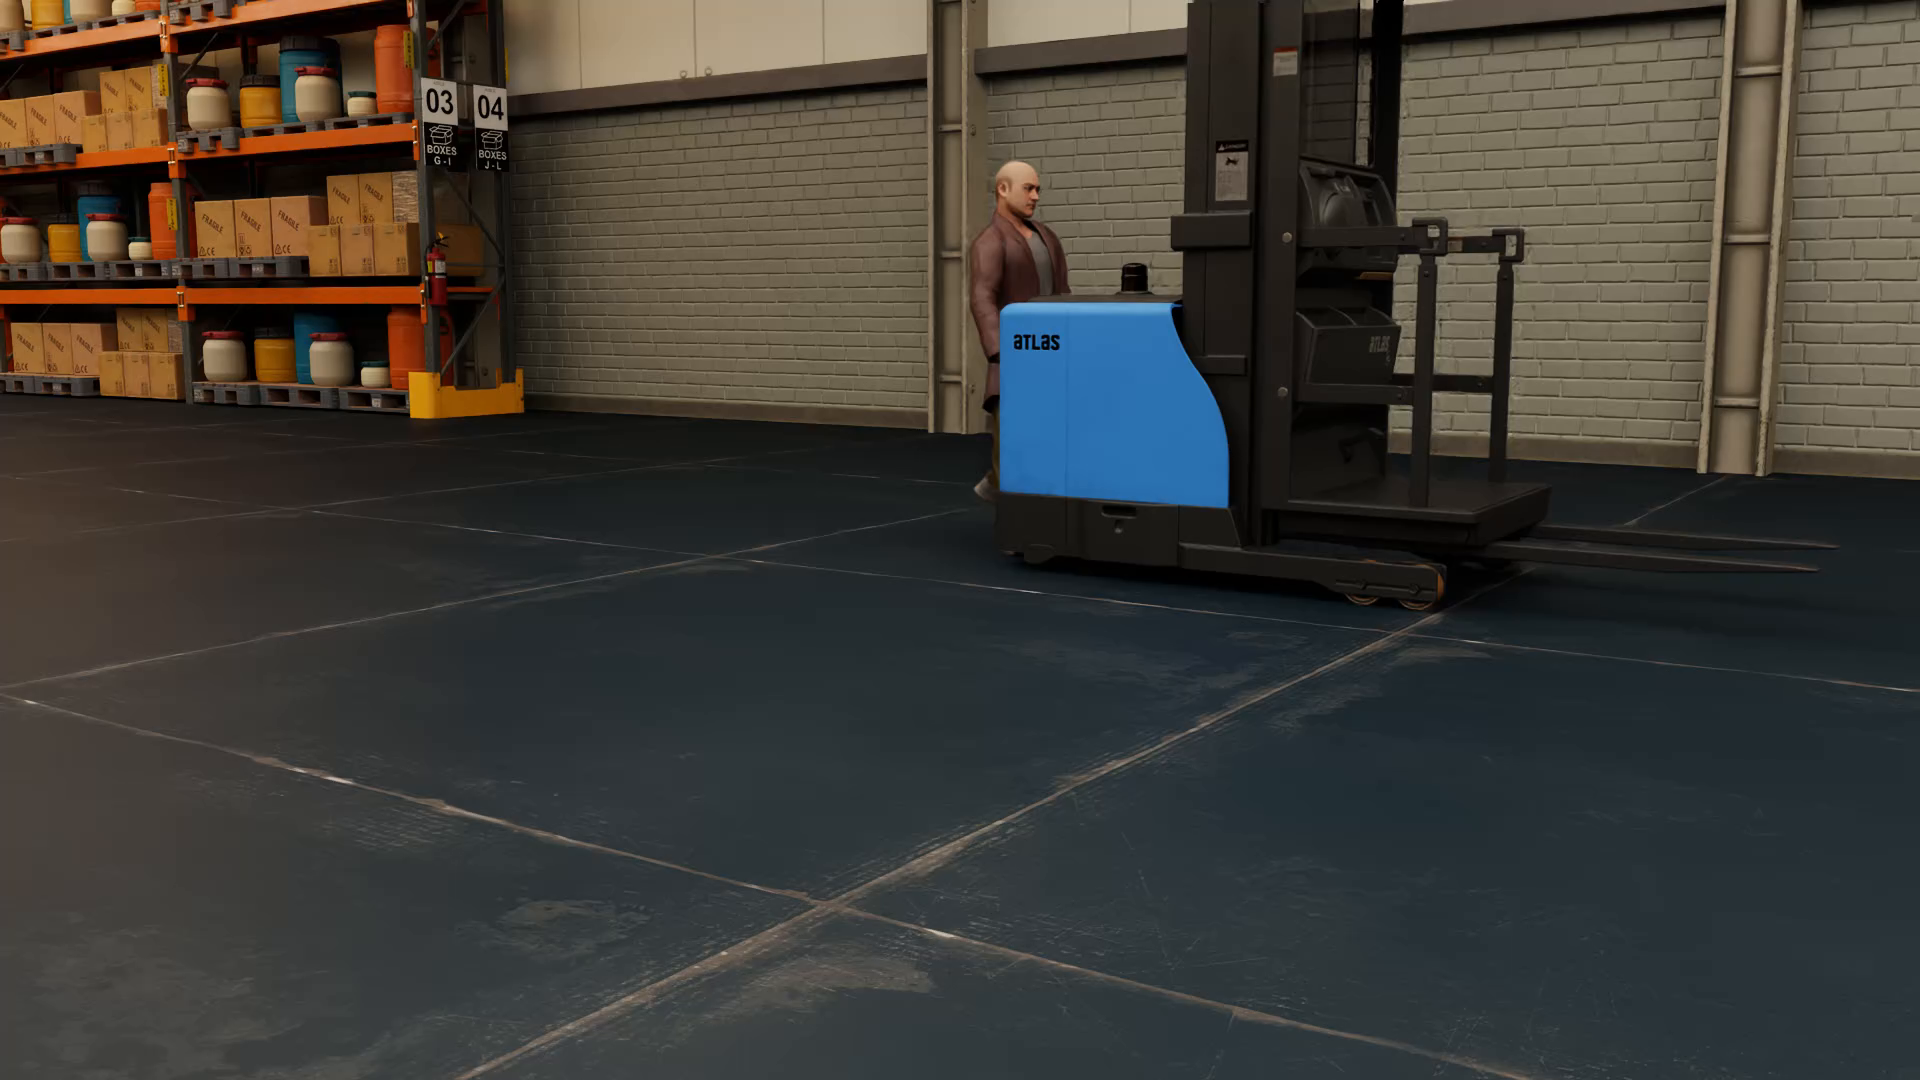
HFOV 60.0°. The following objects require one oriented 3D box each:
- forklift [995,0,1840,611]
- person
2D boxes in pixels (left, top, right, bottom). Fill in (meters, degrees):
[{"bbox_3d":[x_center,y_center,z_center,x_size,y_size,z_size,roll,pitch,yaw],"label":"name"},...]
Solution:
[{"bbox_3d":[1.659,-1.287,6.245,3.031,2.935,1.130,5,10,33],"label":"forklift"},{"bbox_3d":[0.403,-0.813,7.310,0.771,1.693,0.752,-8,11,-43],"label":"person"}]
